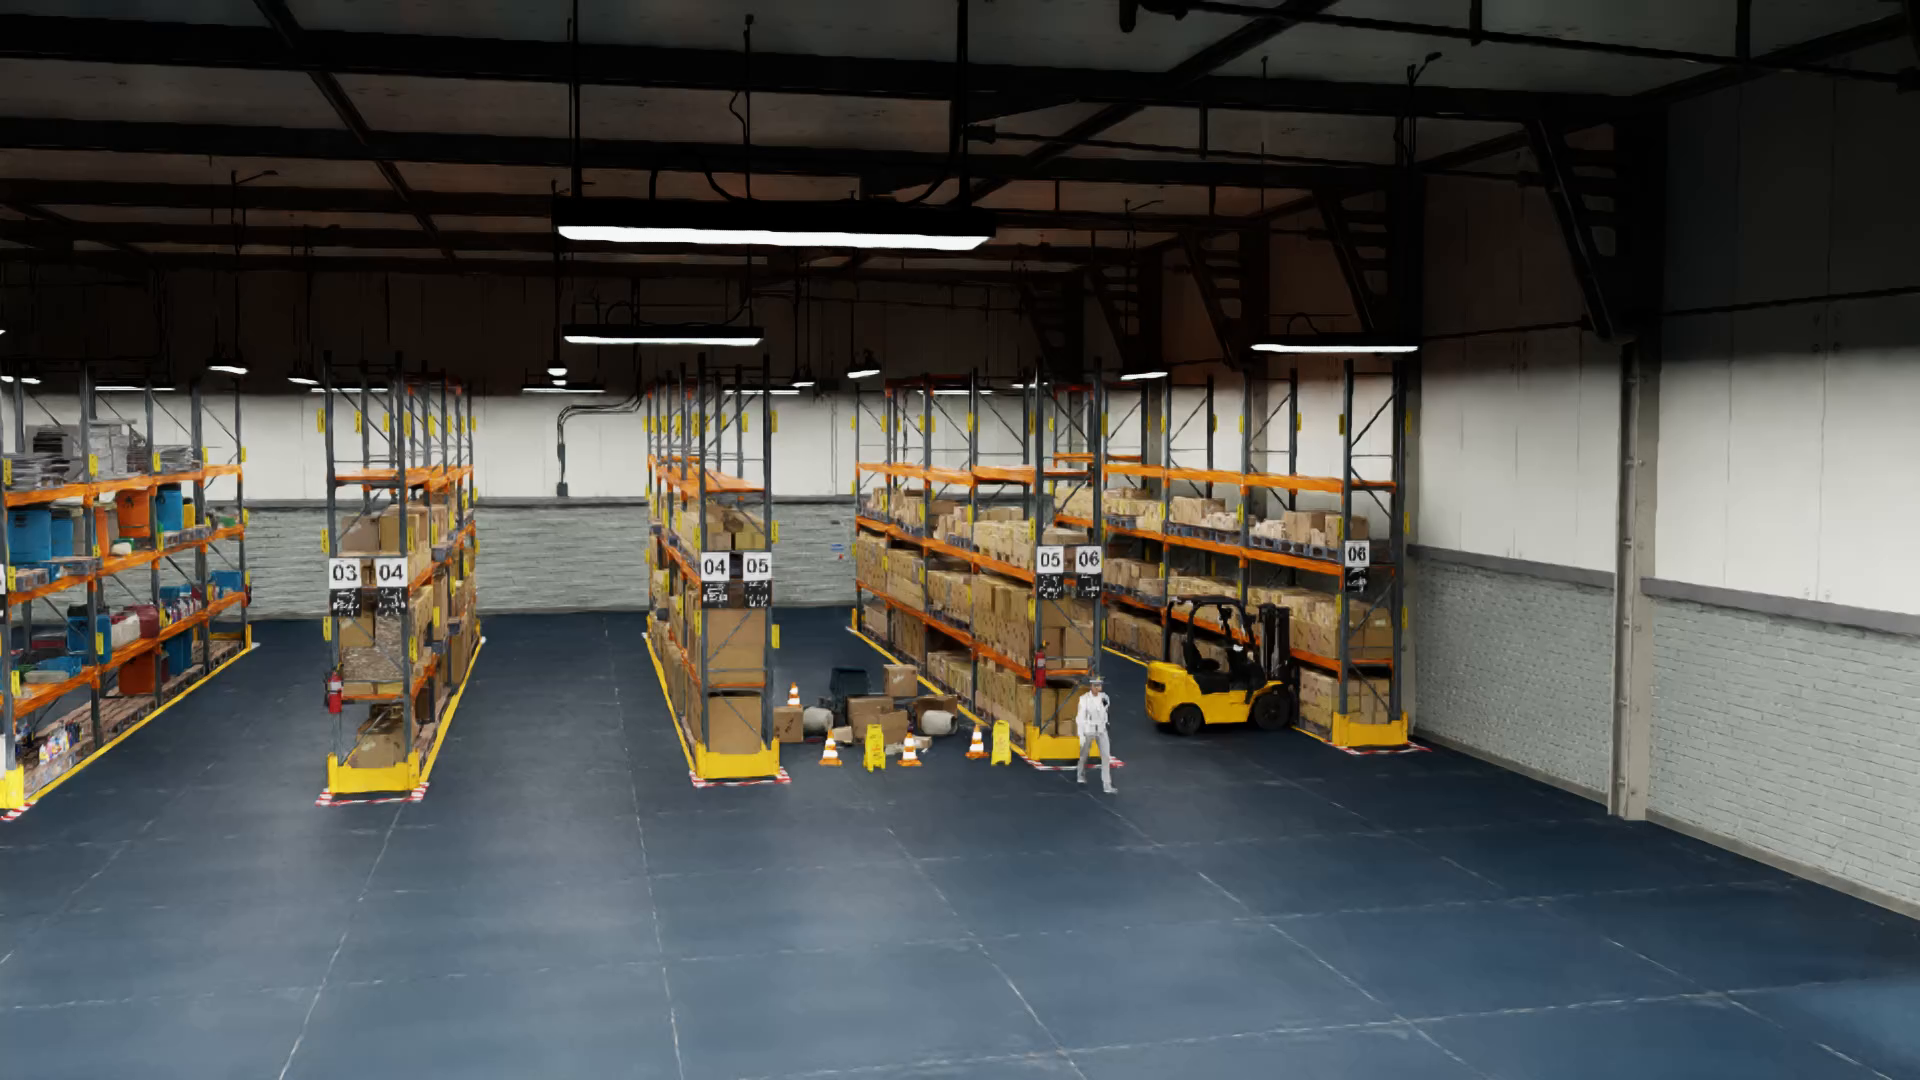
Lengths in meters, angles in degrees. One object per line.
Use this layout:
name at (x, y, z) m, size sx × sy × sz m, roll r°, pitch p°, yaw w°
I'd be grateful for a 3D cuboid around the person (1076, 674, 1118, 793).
person at (1.828, 2.609, 22.706) m, size 0.495 × 1.589 × 1.086 m, roll -1°, pitch 4°, yaw -11°
